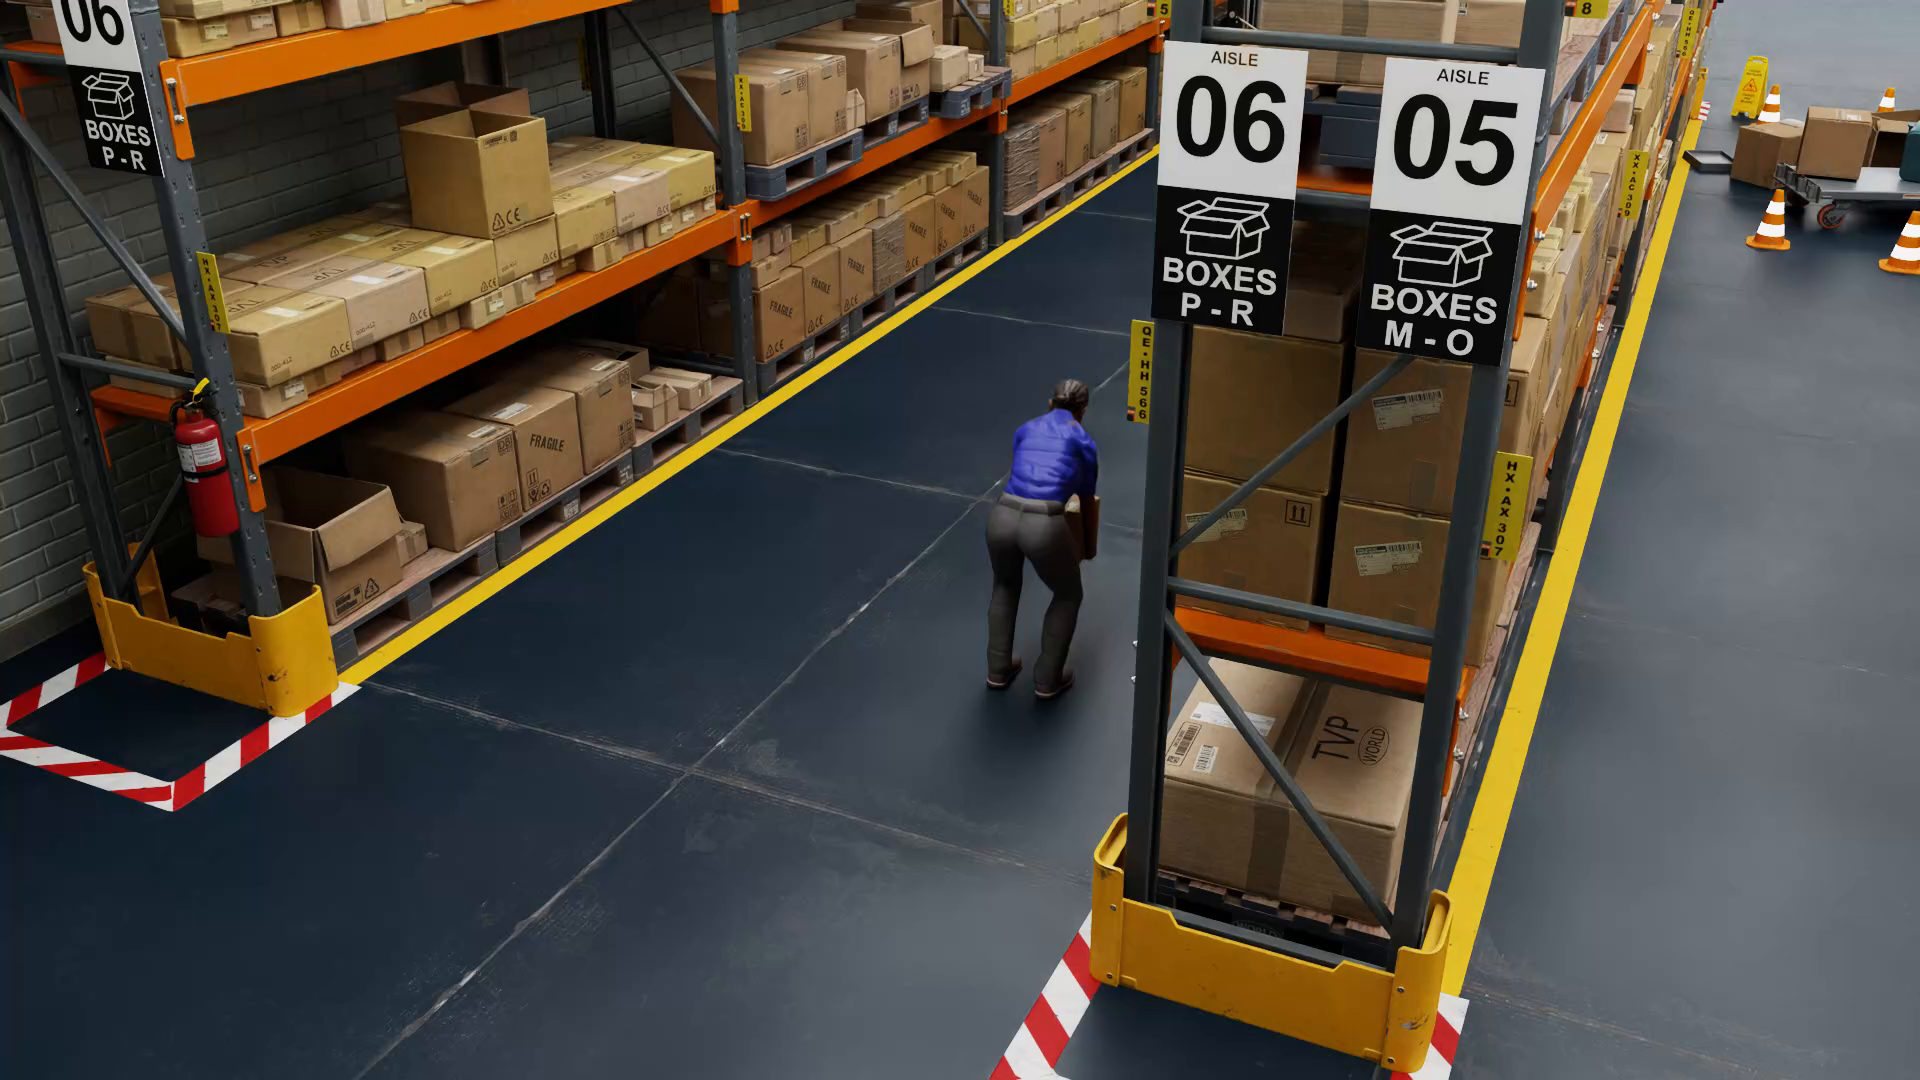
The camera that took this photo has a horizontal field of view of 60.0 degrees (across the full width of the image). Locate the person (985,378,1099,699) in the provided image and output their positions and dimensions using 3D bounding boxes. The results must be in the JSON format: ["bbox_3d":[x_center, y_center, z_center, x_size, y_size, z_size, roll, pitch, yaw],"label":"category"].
[{"bbox_3d":[0.394,-0.006,7.527,0.422,1.315,0.787,11,28,22],"label":"person"}]
